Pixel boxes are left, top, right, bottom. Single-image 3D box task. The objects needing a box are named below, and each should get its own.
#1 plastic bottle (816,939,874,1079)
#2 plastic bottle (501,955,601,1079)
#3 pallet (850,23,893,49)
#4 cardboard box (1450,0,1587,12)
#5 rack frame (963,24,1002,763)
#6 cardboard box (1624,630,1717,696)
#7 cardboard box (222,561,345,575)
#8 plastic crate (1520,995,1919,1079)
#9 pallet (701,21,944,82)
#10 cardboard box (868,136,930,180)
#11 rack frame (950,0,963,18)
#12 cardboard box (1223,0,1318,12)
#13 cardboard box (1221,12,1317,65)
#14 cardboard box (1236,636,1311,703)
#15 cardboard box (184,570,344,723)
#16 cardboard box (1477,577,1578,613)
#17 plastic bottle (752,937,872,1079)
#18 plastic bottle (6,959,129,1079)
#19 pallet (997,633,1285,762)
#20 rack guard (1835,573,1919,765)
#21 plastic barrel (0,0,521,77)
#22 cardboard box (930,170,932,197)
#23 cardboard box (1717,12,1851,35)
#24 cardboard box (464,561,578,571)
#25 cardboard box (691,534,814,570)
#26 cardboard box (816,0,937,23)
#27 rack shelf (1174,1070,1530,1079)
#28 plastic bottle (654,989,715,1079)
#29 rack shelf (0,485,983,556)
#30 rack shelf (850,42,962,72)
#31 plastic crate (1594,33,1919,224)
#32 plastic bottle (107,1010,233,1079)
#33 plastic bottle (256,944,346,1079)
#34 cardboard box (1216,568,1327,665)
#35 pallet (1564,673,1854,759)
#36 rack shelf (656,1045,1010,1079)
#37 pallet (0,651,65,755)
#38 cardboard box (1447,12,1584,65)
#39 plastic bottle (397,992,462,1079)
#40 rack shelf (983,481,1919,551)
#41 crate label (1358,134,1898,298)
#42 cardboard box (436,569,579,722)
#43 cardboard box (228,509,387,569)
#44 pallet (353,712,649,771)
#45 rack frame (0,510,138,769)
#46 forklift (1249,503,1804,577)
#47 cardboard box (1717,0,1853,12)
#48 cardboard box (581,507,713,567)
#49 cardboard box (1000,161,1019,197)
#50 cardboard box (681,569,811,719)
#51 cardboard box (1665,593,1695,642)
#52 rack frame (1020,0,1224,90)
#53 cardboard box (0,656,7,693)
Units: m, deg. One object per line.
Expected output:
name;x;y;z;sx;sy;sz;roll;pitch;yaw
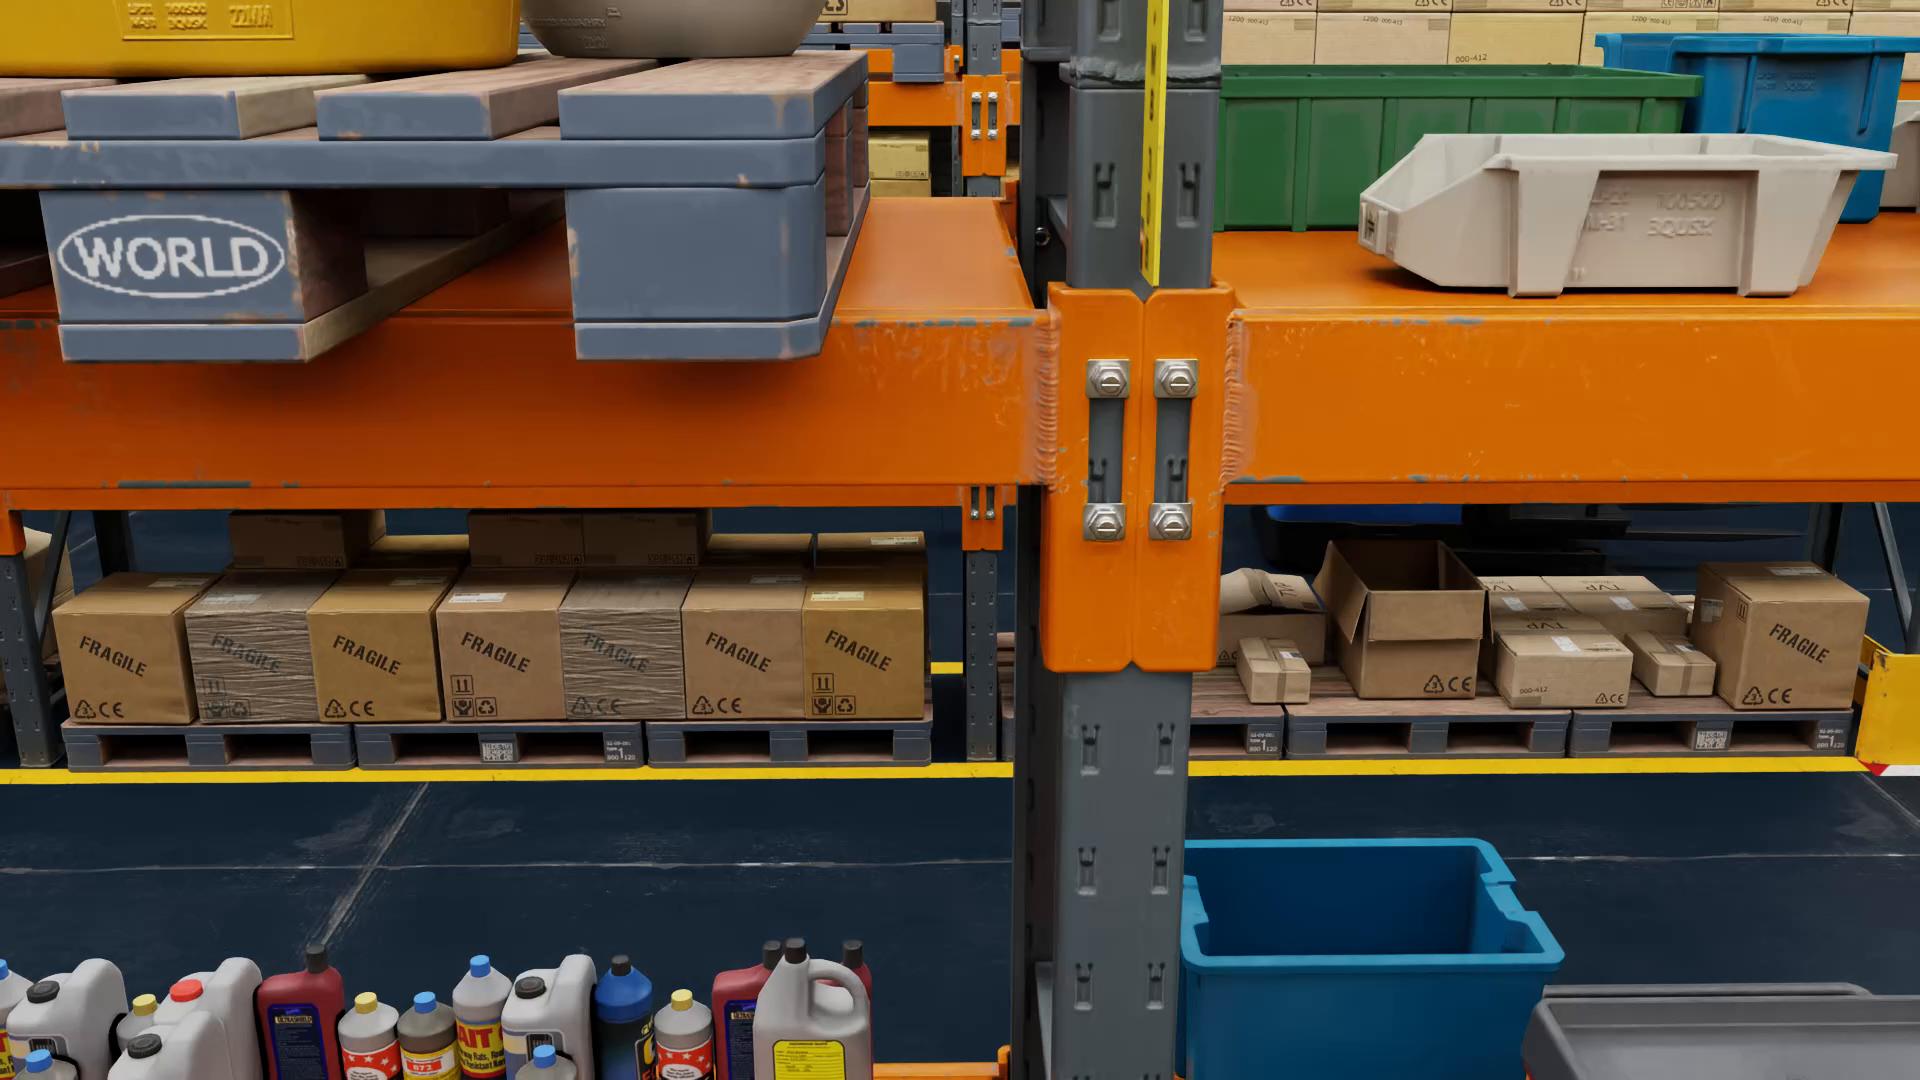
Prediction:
plastic bottle;-0.215;0.808;2.809;0.133;0.283;0.061;0;18;-1
plastic bottle;-0.676;0.828;2.760;0.135;0.276;0.152;0;18;-1
pallet;-0.914;-3.462;11.333;1.217;0.209;0.805;-1;18;-3
cardboard box;2.074;-2.158;6.379;0.500;0.250;0.500;0;18;-1
rack frame;0.084;-0.632;7.107;0.127;3.000;1.000;0;18;-1
cardboard box;3.137;0.541;7.369;0.250;0.166;0.380;0;18;-1
cardboard box;-2.984;0.292;7.599;0.500;0.500;0.500;0;18;1
plastic crate;1.055;0.894;2.146;0.583;0.464;0.402;0;18;-1
pallet;-0.569;-1.989;6.734;1.003;0.211;1.213;0;18;-1
cardboard box;-0.461;-2.620;11.394;0.500;0.250;0.500;0;18;0
rack frame;0.002;-5.001;10.906;0.127;3.000;1.000;0;18;-1
cardboard box;1.074;-2.156;6.375;0.500;0.250;0.500;0;18;-1
cardboard box;1.074;-1.917;6.447;0.500;0.250;0.500;0;18;-1
cardboard box;1.372;0.565;7.295;0.250;0.166;0.380;0;18;-1
cardboard box;-2.933;0.449;7.109;0.500;0.500;0.500;-1;18;-3
cardboard box;2.535;0.369;7.766;0.500;0.250;0.500;0;18;-1
plastic bottle;-0.239;0.807;2.701;0.185;0.351;0.144;0;18;-1
plastic bottle;-1.468;0.832;2.748;0.135;0.276;0.152;0;18;-1
pallet;0.771;0.693;7.542;1.213;0.211;1.003;0;18;-1
rack guard;4.007;0.539;7.547;0.348;0.500;1.175;0;18;-1
plastic barrel;-0.751;-0.770;1.632;0.600;0.588;0.600;0;18;0
cardboard box;-0.462;-2.418;11.992;0.500;0.500;0.500;-1;18;-3
cardboard box;3.074;-1.926;6.476;0.500;0.250;0.500;0;18;-1
cardboard box;-1.942;0.285;7.620;0.500;0.500;0.500;-1;18;-3
cardboard box;-0.937;0.283;7.627;0.500;0.500;0.500;0;18;0
cardboard box;-0.421;-2.375;6.616;0.600;0.600;0.600;-2;18;-6
rack shelf;2.158;1.214;2.530;4.000;0.370;1.077;0;18;-1
plastic bottle;-0.463;0.854;2.800;0.097;0.201;0.097;0;18;0
rack shelf;-1.916;-0.280;7.186;4.000;0.370;1.077;0;18;-1
rack shelf;-1.998;-3.221;11.444;4.000;0.370;1.077;0;18;-1
plastic crate;1.064;-0.569;2.275;0.300;0.233;0.416;0;18;-1
plastic bottle;-1.234;0.877;2.606;0.135;0.276;0.152;0;18;-1
plastic bottle;-1.103;0.812;2.796;0.133;0.283;0.061;0;18;-1
cardboard box;1.399;0.346;7.740;0.500;0.311;0.500;0;18;-1
pallet;3.210;0.681;7.579;1.213;0.211;1.003;0;18;-1
rack shelf;-1.841;1.233;2.470;4.000;0.370;1.077;0;18;-1
pallet;-4.739;0.707;7.497;1.213;0.211;1.003;0;18;-1
cardboard box;2.074;-1.922;6.464;0.500;0.250;0.500;0;18;-1
plastic bottle;-0.890;0.856;2.794;0.097;0.201;0.097;0;18;0
rack shelf;2.084;-0.299;7.247;4.000;0.370;1.077;0;18;-1
crate label;0.652;-0.336;1.705;0.466;0.136;0.293;0;18;-1
cardboard box;-1.909;0.444;7.125;0.500;0.500;0.500;-1;18;-3
cardboard box;-2.928;-0.067;7.489;0.500;0.250;0.500;0;18;1
pallet;-1.952;0.718;7.463;1.213;0.211;1.003;0;18;-1
rack frame;-3.916;-0.613;7.046;0.127;3.000;1.000;0;18;-1
forklift;3.286;-1.340;9.425;3.031;2.935;1.130;1;18;3
cardboard box;3.074;-2.163;6.397;0.500;0.250;0.500;0;18;-1
cardboard box;-1.404;-0.075;7.516;0.500;0.250;0.500;0;18;-1
cardboard box;0.545;-2.285;11.770;0.700;0.700;0.980;0;18;0
cardboard box;-0.899;0.439;7.141;0.500;0.500;0.500;0;18;-1
cardboard box;3.409;0.387;7.849;0.250;0.166;0.380;0;18;-1
rack frame;0.158;-1.976;1.474;0.127;3.000;1.000;0;18;-1
cardboard box;-4.438;0.574;7.162;0.500;0.250;0.500;0;18;0
